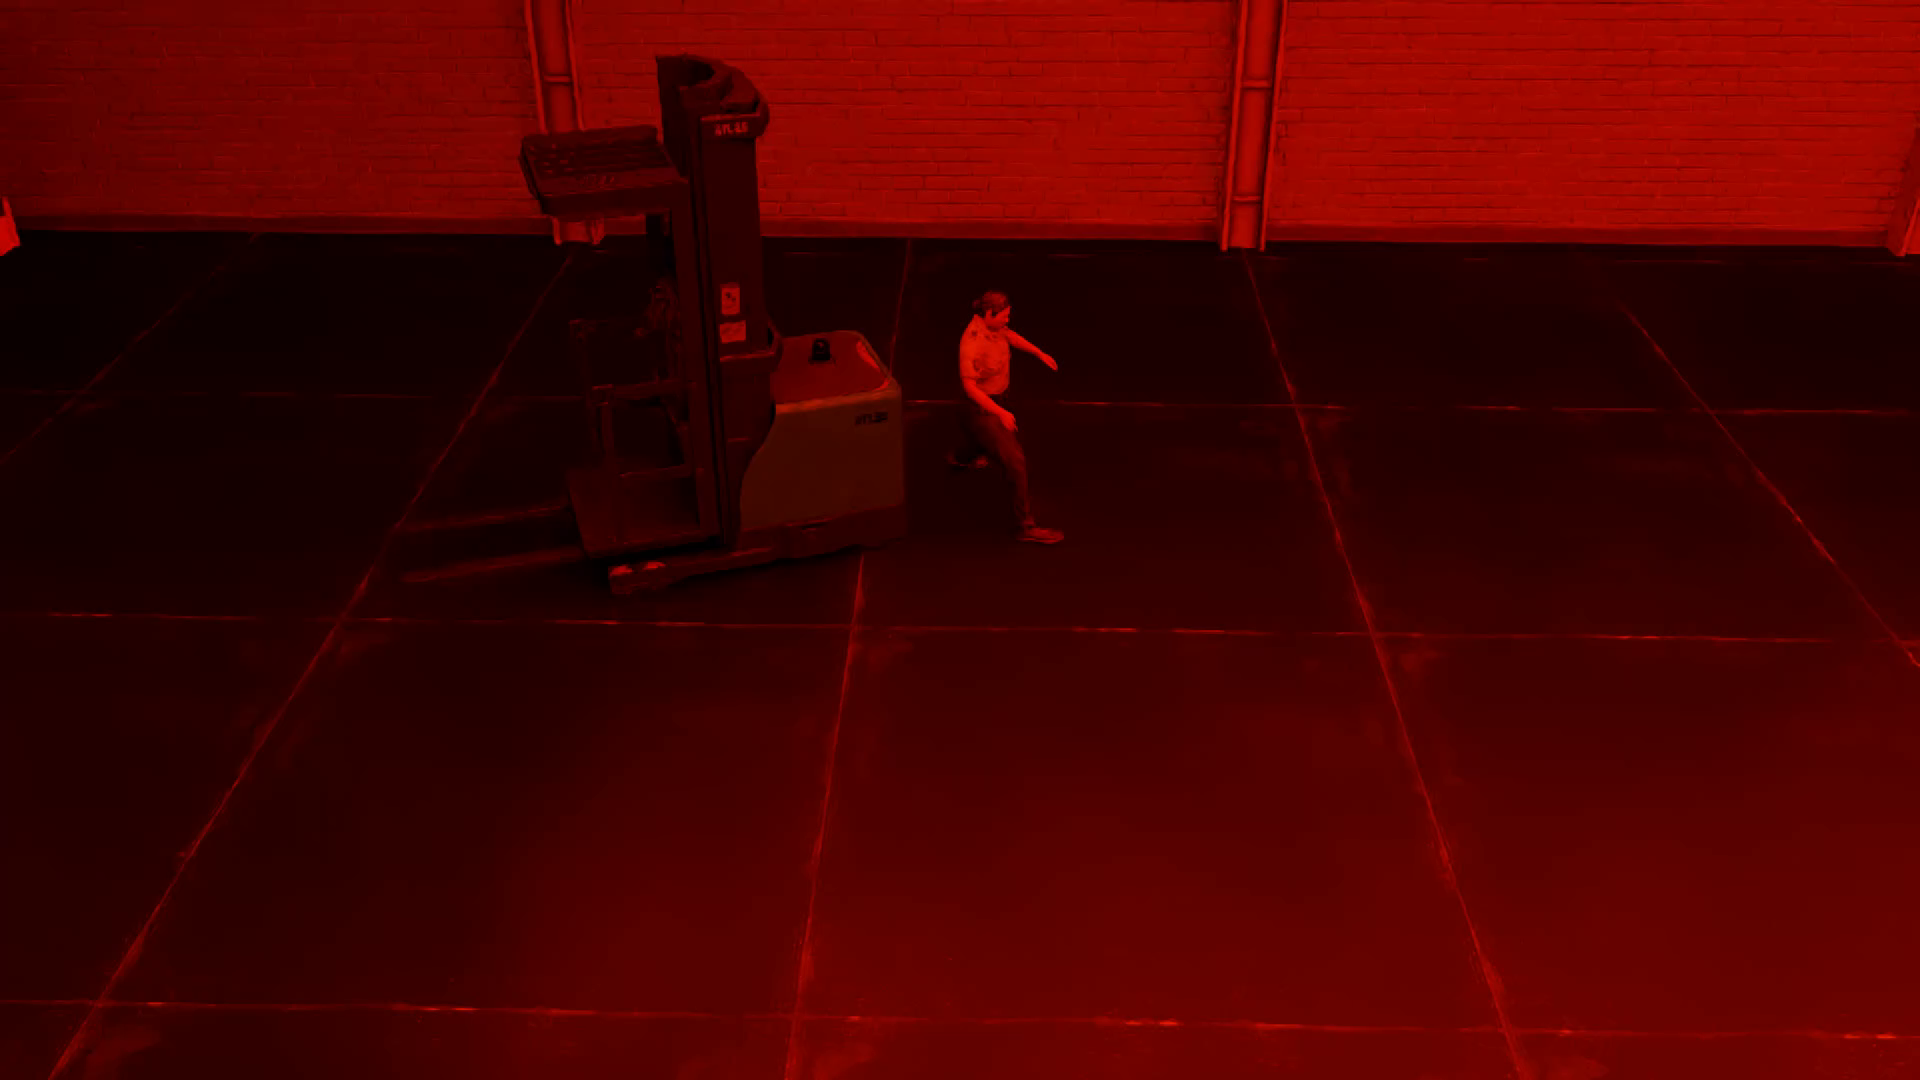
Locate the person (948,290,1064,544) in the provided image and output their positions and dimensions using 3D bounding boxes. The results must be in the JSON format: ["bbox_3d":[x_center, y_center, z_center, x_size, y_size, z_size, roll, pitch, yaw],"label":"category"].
[{"bbox_3d":[0.299,-0.882,10.563,0.996,1.477,0.998,9,32,15],"label":"person"}]

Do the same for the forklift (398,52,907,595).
[{"bbox_3d":[-1.907,-1.236,9.711,3.031,2.935,1.130,-10,32,-16],"label":"forklift"}]
